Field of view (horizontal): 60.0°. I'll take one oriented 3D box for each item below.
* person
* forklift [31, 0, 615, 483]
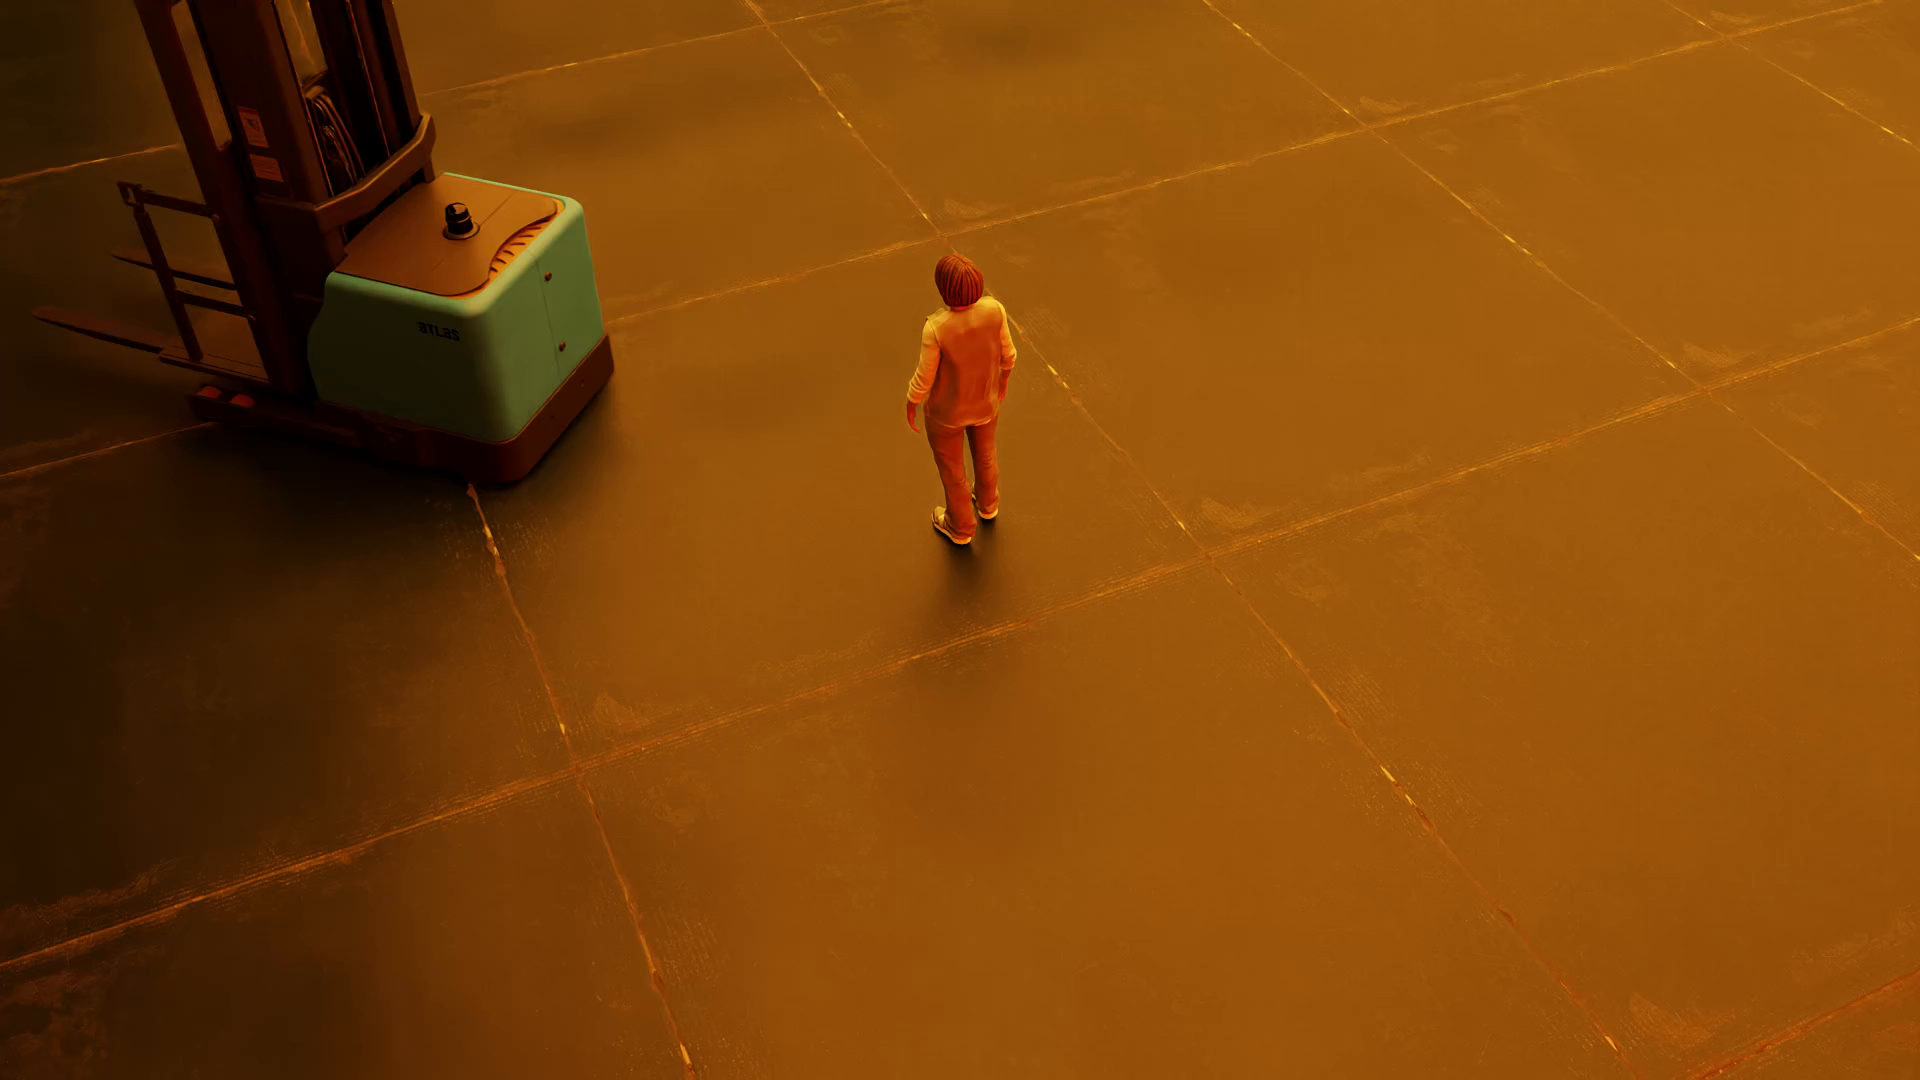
[{"bbox_3d":[-0.019,-0.639,7.333,0.521,1.599,0.473,-18,46,-18],"label":"person"},{"bbox_3d":[-3.375,-1.966,7.787,3.031,2.935,1.130,14,45,14],"label":"forklift"}]
